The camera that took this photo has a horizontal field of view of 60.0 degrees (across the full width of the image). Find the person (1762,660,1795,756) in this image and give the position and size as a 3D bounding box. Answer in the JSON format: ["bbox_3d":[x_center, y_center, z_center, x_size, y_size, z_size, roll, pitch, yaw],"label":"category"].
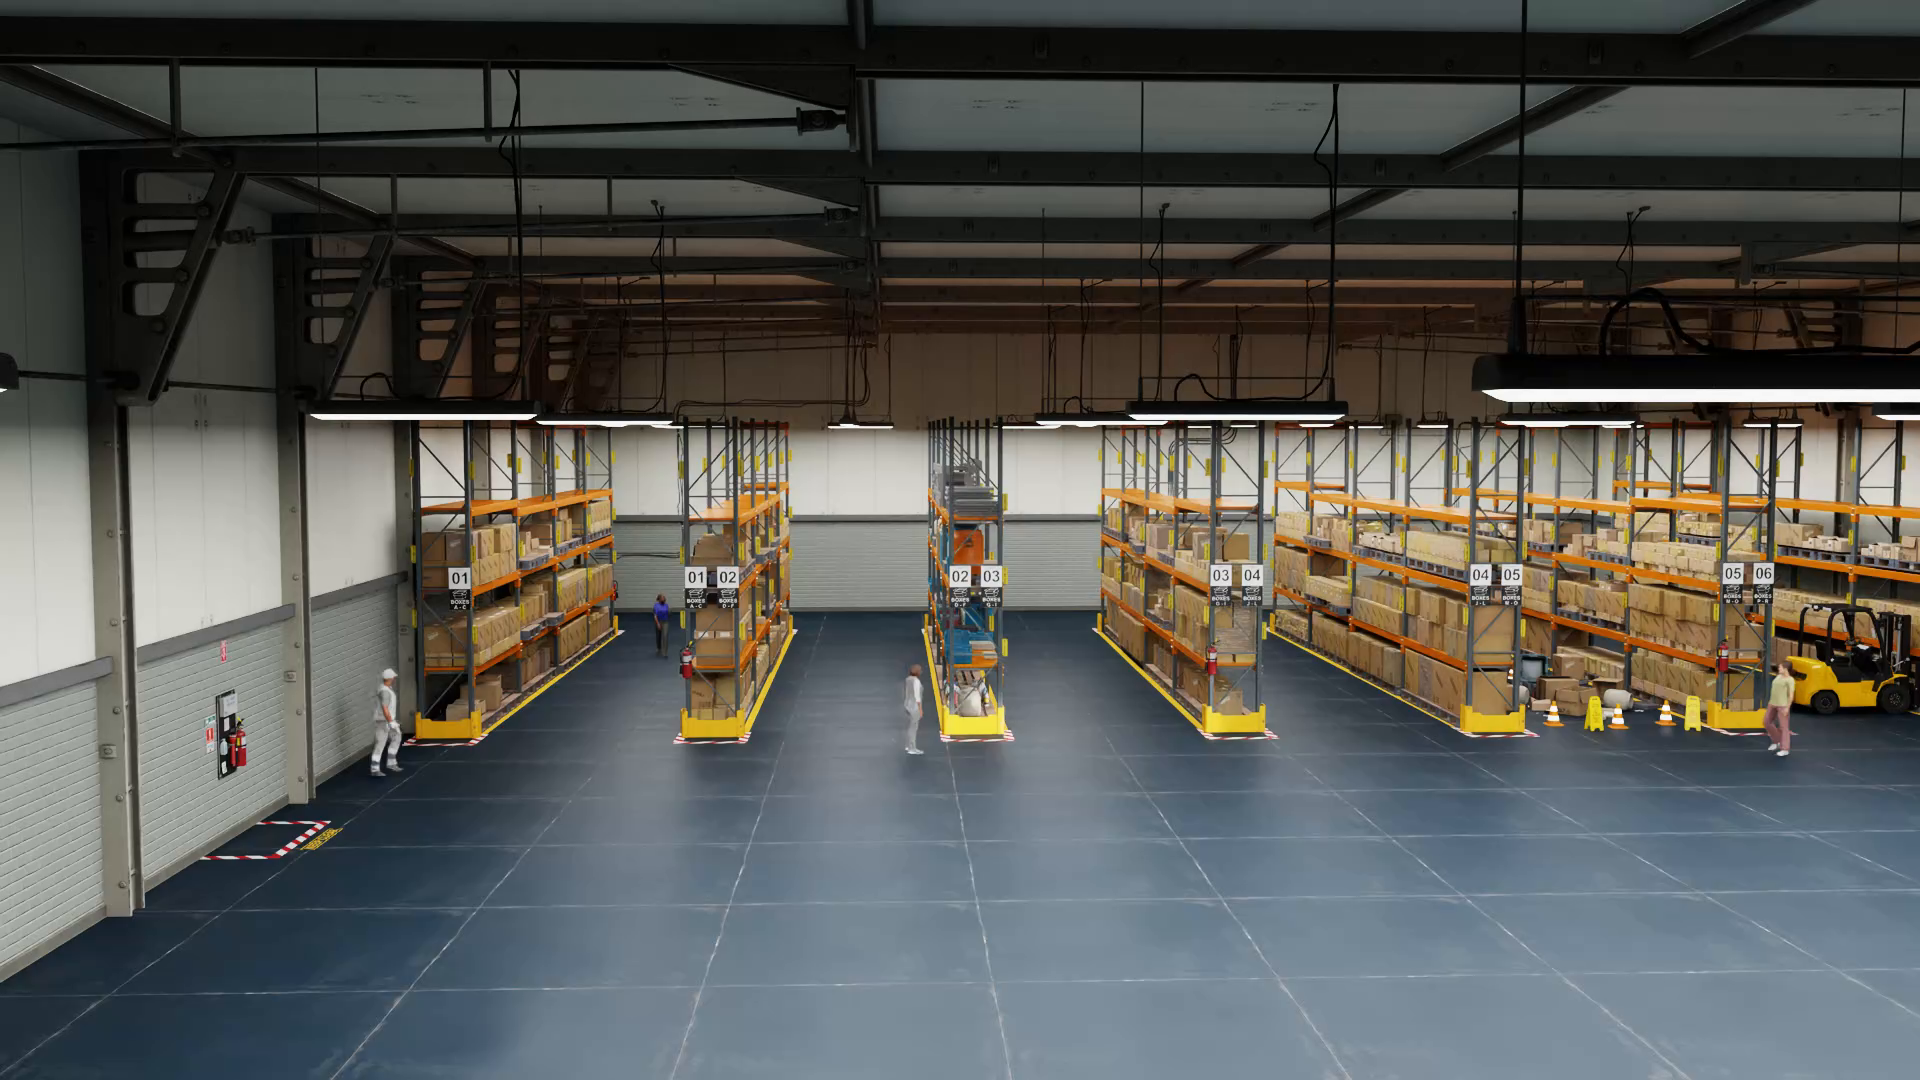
[{"bbox_3d":[14.540,2.955,29.496,0.462,1.672,0.556,-1,4,-20],"label":"person"}]

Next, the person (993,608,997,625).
[{"bbox_3d":[0.918,1.748,48.291,0.502,1.640,0.975,-1,4,-8],"label":"person"}]

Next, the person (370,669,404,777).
[{"bbox_3d":[-9.542,3.037,27.738,0.529,1.801,0.660,0,4,-5],"label":"person"}]

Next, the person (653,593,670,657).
[{"bbox_3d":[-7.588,2.157,42.287,0.397,1.606,0.939,-1,4,-8],"label":"person"}]

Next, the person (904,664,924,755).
[{"bbox_3d":[-0.822,3.030,29.549,0.331,1.658,0.508,-2,4,-22],"label":"person"}]
